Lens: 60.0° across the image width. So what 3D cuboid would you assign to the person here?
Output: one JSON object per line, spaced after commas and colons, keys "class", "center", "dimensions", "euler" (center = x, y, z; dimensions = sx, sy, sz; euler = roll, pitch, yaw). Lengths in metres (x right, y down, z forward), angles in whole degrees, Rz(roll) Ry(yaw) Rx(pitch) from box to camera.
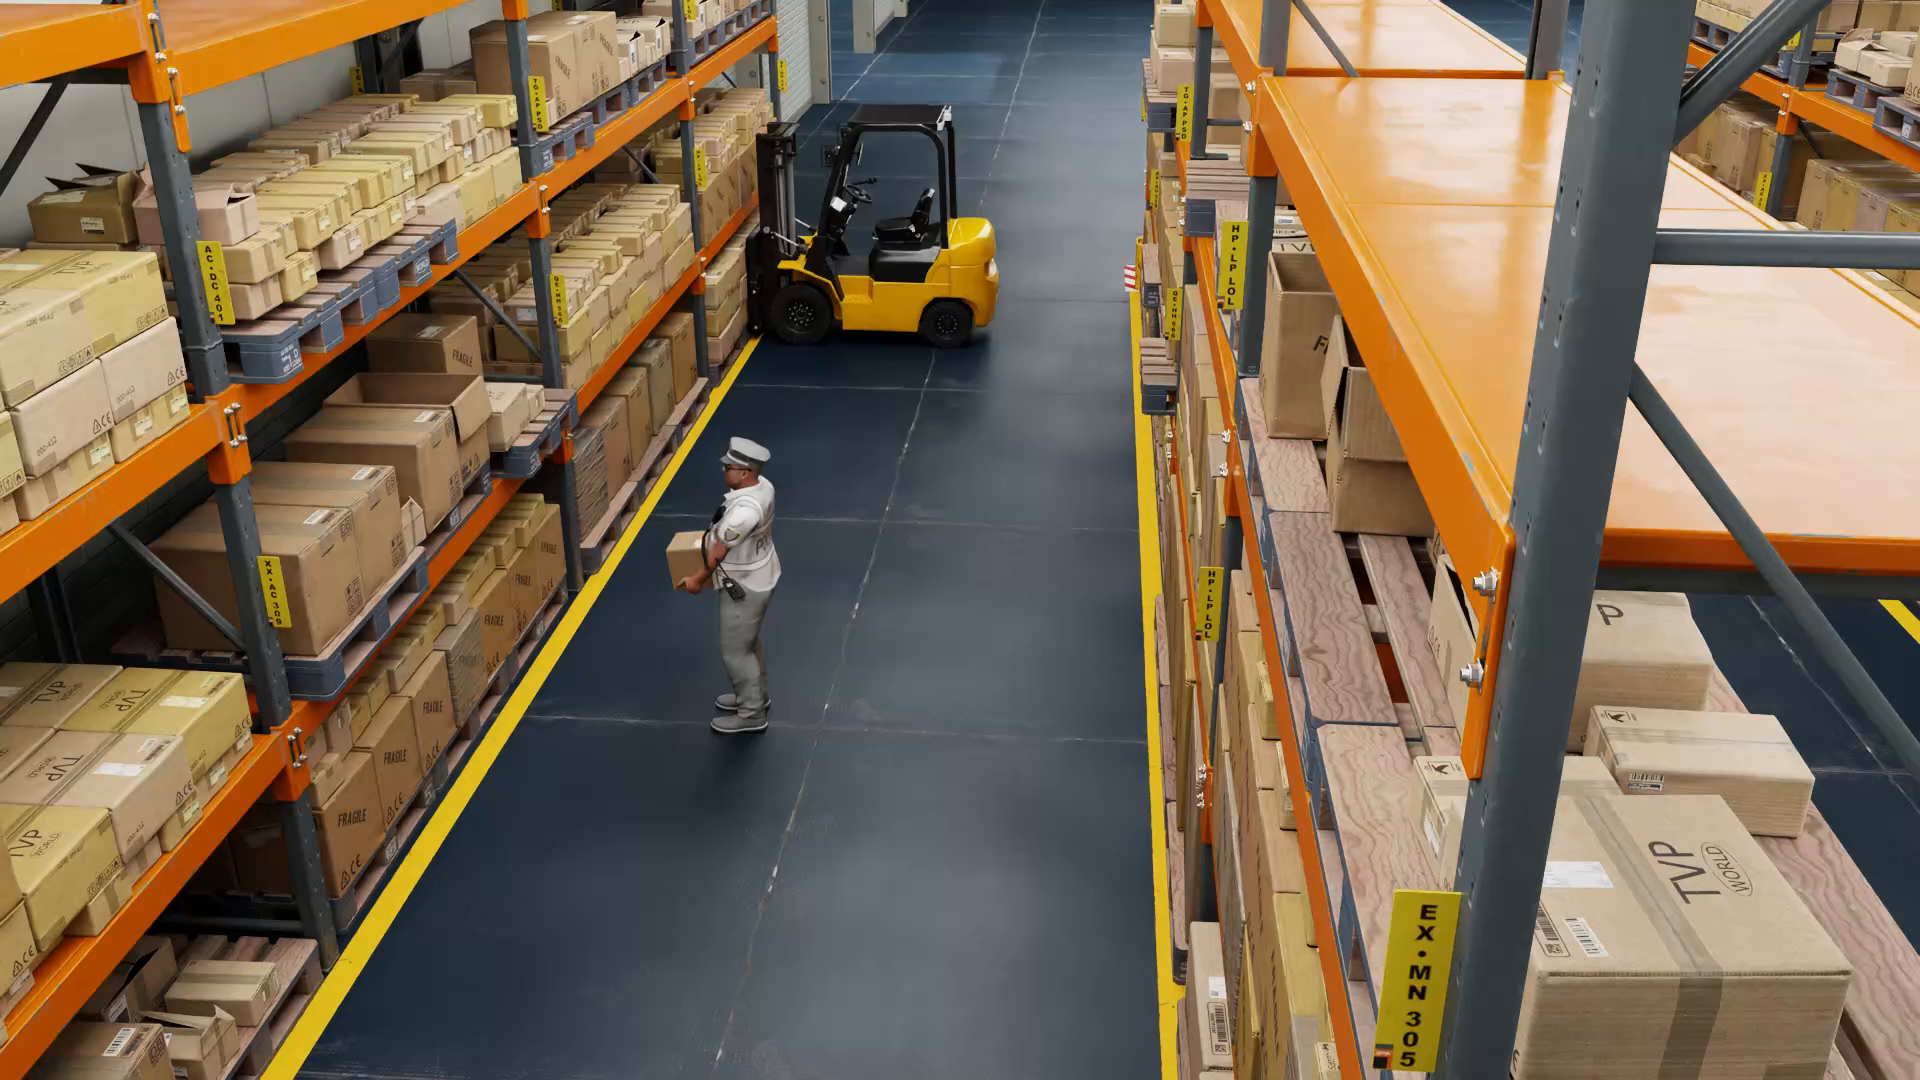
{"class": "person", "center": [-1.306, 0.243, 9.446], "dimensions": [0.555, 1.768, 0.494], "euler": [2, 24, 5]}
